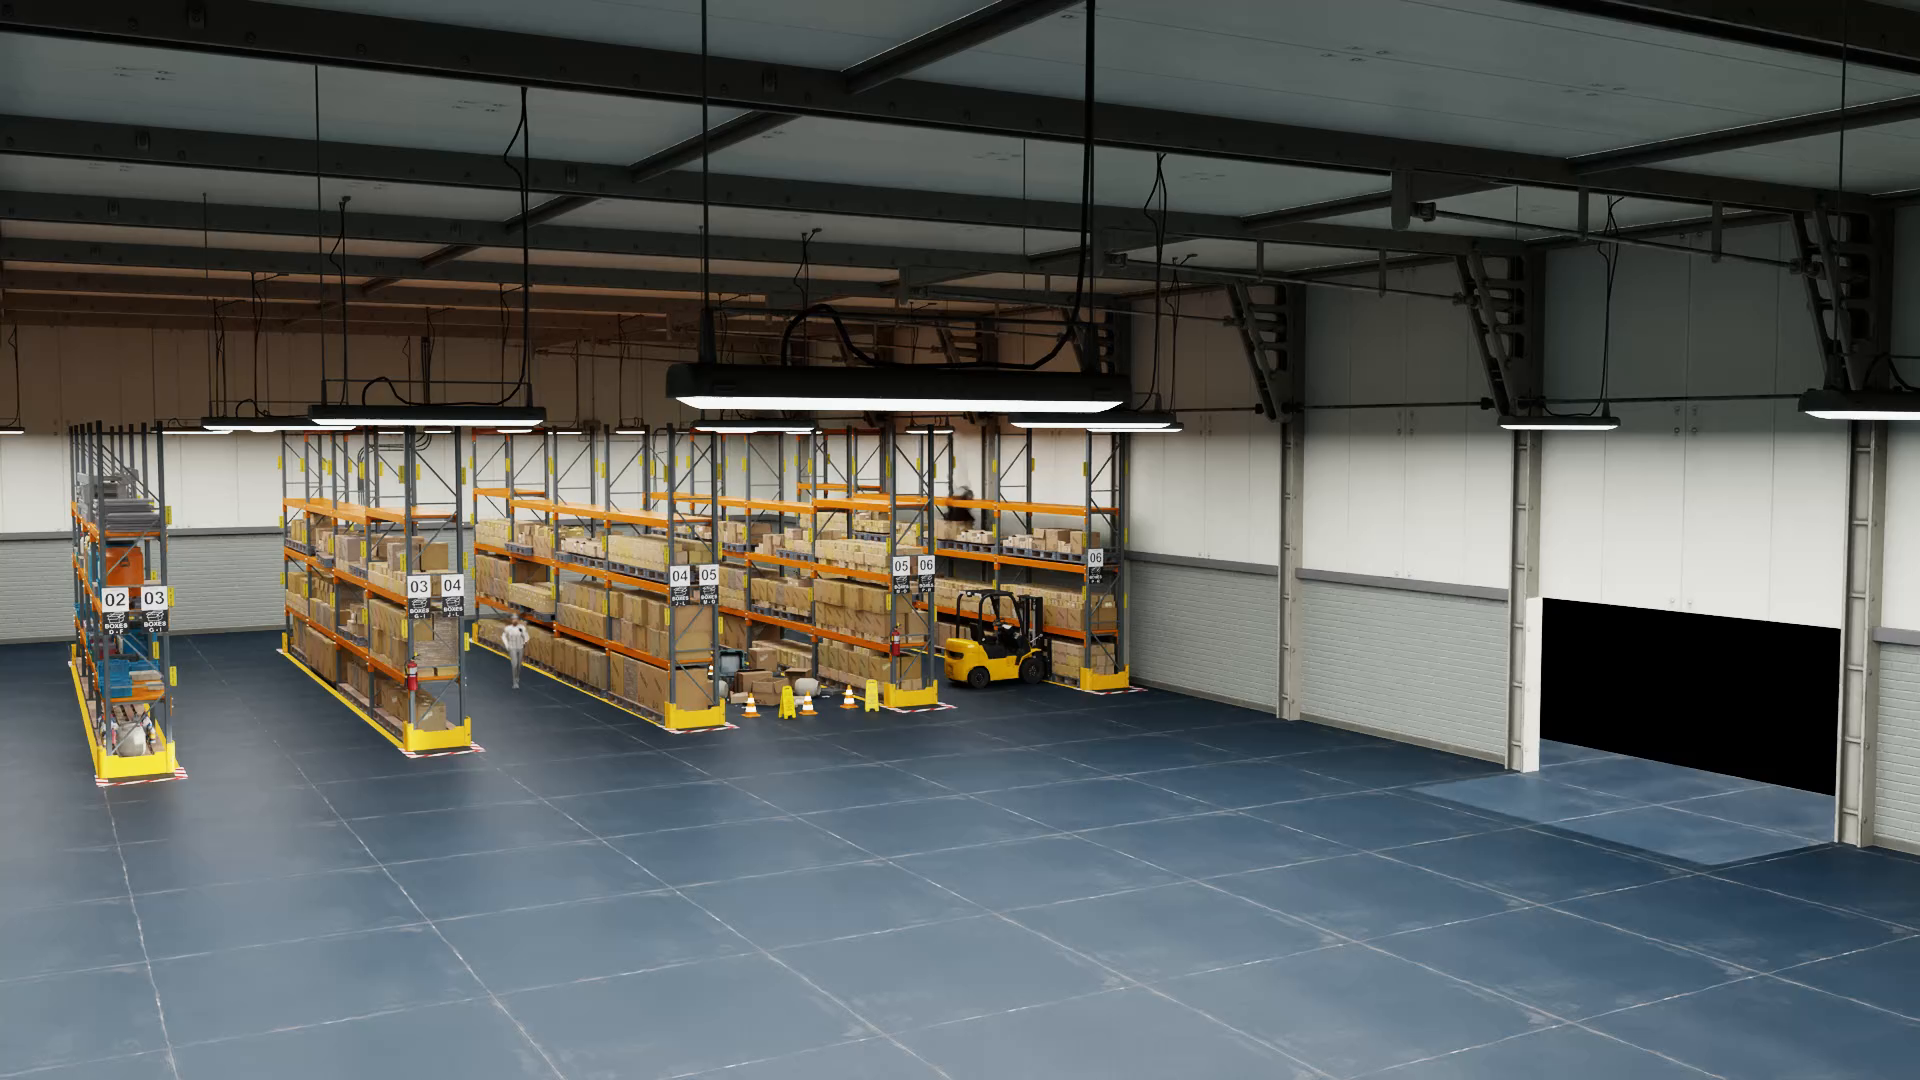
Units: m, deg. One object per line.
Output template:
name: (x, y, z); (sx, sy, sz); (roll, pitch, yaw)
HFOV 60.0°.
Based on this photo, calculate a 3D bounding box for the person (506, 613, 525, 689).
person: (-10.198, 2.509, 38.119); (0.431, 1.705, 0.833); (-1, 4, -22)
